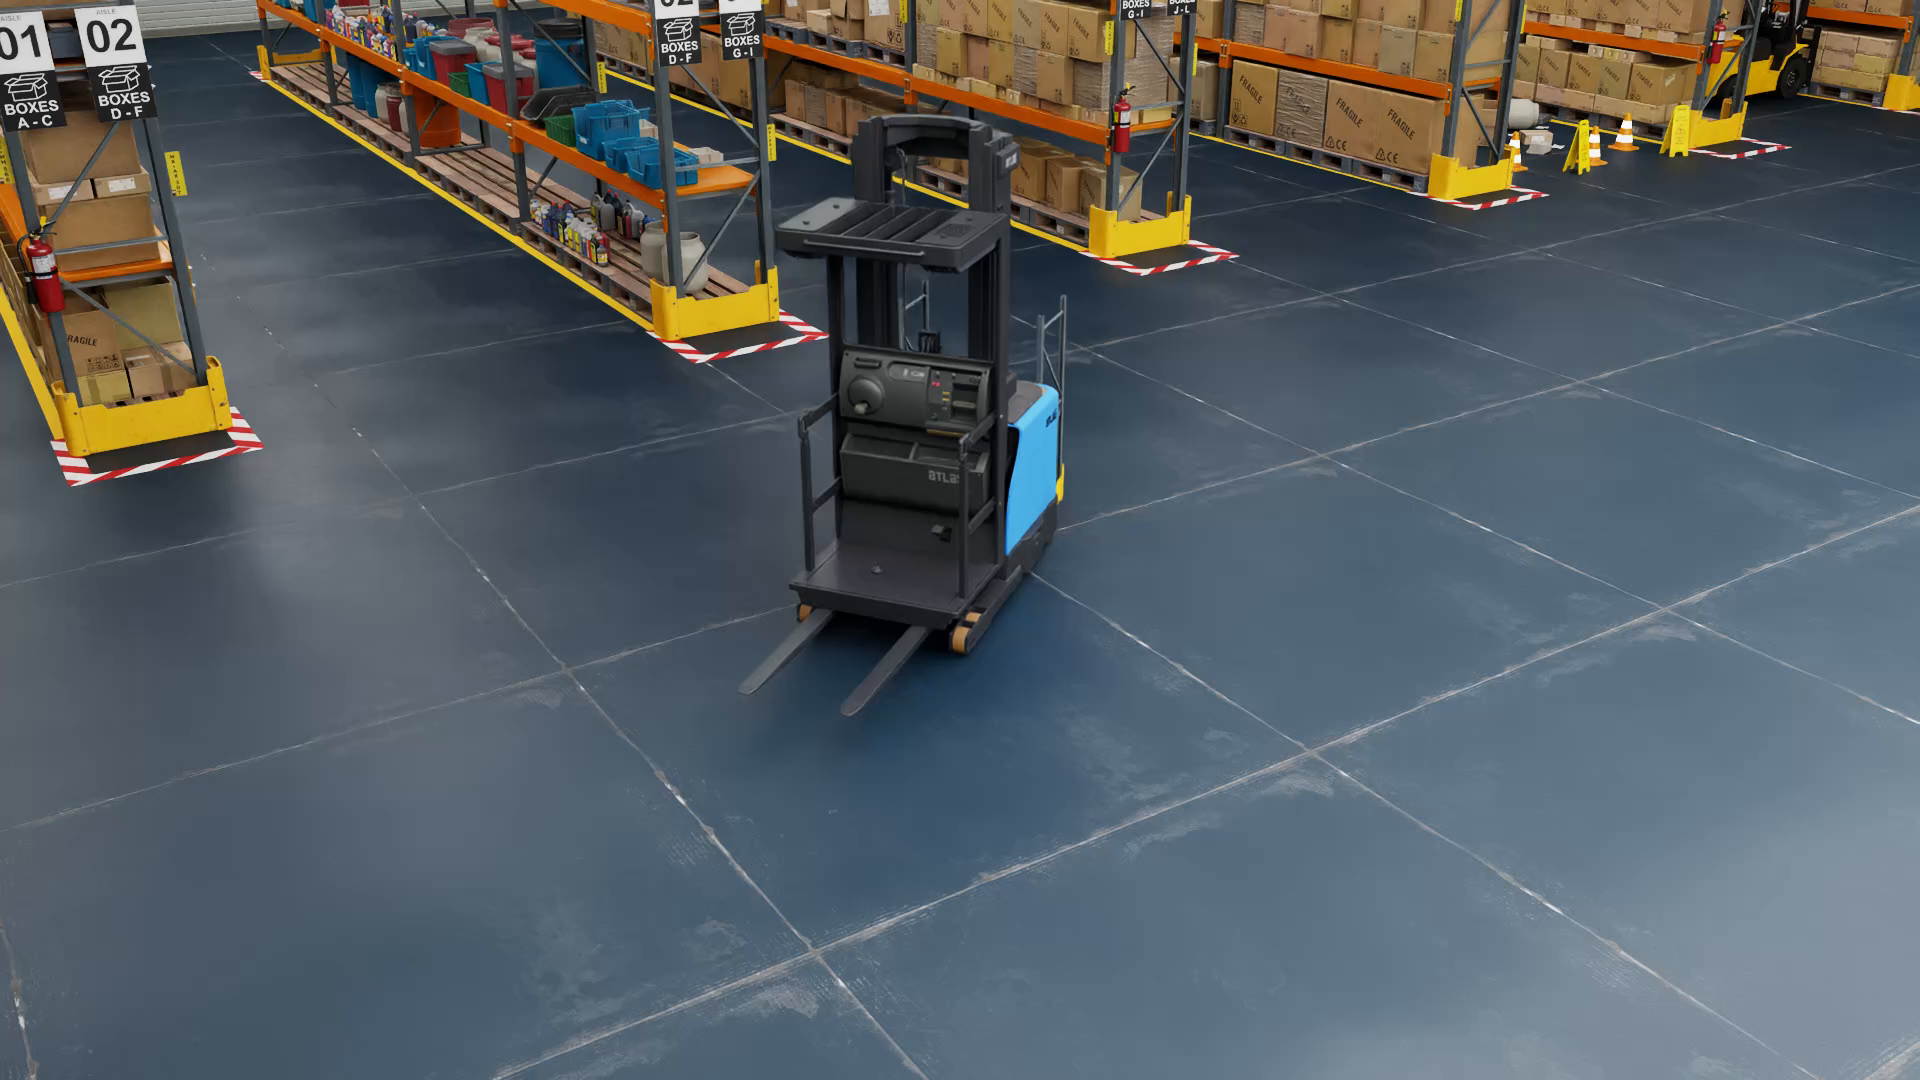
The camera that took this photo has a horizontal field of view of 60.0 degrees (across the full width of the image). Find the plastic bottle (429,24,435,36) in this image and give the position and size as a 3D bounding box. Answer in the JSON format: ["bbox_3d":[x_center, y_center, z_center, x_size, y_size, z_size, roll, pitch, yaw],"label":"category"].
[{"bbox_3d":[-7.000,-6.711,22.104,0.097,0.271,0.097,0,25,0],"label":"plastic bottle"}]

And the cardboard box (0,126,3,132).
[{"bbox_3d":[-7.968,-3.444,14.155,0.380,0.149,0.250,-17,30,-31],"label":"cardboard box"}]

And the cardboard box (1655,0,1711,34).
[{"bbox_3d":[9.750,-7.108,22.327,0.500,0.500,0.500,-16,30,-30],"label":"cardboard box"}]

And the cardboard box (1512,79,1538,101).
[{"bbox_3d":[8.490,-6.713,24.686,0.500,0.250,0.500,-14,29,-27],"label":"cardboard box"}]

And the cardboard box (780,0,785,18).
[{"bbox_3d":[-2.430,-7.633,23.787,0.500,0.500,0.500,-15,29,-28],"label":"cardboard box"}]

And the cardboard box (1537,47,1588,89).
[{"bbox_3d":[8.773,-6.866,24.131,0.500,0.500,0.500,-14,29,-27],"label":"cardboard box"}]

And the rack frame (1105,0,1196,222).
[{"bbox_3d":[1.974,-4.489,17.245,1.000,3.000,0.127,-16,29,-30],"label":"rack frame"}]

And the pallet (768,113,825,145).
[{"bbox_3d":[-1.968,-5.809,23.309,1.003,0.211,1.213,-16,29,-30],"label":"pallet"}]

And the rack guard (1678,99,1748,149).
[{"bbox_3d":[10.236,-5.695,22.728,1.175,0.500,0.348,-16,29,-30],"label":"rack guard"}]

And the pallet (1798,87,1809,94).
[{"bbox_3d":[13.320,-7.395,26.668,1.003,0.211,1.213,-16,29,-30],"label":"pallet"}]

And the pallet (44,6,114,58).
[{"bbox_3d":[-6.692,-3.757,12.284,1.003,0.211,1.213,-16,29,-30],"label":"pallet"}]

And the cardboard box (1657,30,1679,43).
[{"bbox_3d":[9.663,-6.833,22.505,0.380,0.149,0.250,-16,30,-30],"label":"cardboard box"}]

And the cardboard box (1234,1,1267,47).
[{"bbox_3d":[4.213,-6.978,22.342,0.875,0.550,0.550,-16,29,-30],"label":"cardboard box"}]

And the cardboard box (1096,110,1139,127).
[{"bbox_3d":[1.646,-4.429,17.412,0.380,0.149,0.250,-16,29,-30],"label":"cardboard box"}]

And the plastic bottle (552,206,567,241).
[{"bbox_3d":[-4.163,-3.313,17.342,0.144,0.351,0.185,-17,30,-32],"label":"plastic bottle"}]

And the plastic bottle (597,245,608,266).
[{"bbox_3d":[-3.546,-2.823,16.478,0.097,0.201,0.097,0,25,0],"label":"plastic bottle"}]

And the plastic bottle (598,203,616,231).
[{"bbox_3d":[-3.772,-3.457,17.735,0.152,0.276,0.135,-16,29,-30],"label":"plastic bottle"}]

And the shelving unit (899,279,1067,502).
[{"bbox_3d":[0.134,-0.960,11.526,1.083,1.500,0.587,10,27,20],"label":"shelving unit"}]

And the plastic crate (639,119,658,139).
[{"bbox_3d":[-3.261,-4.124,16.781,0.530,0.136,0.437,-16,29,-30],"label":"plastic crate"}]

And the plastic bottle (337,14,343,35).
[{"bbox_3d":[-8.553,-7.135,23.002,0.097,0.271,0.097,0,25,0],"label":"plastic bottle"}]

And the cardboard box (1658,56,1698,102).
[{"bbox_3d":[10.055,-6.445,23.240,0.500,0.500,0.500,-17,30,-31],"label":"cardboard box"}]

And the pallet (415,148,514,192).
[{"bbox_3d":[-6.153,-4.649,20.850,1.003,0.211,1.213,-16,29,-30],"label":"pallet"}]

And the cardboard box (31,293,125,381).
[{"bbox_3d":[-6.870,-1.590,12.954,0.500,0.500,0.500,-16,29,-30],"label":"cardboard box"}]

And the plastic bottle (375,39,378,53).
[{"bbox_3d":[-7.561,-6.453,21.639,0.097,0.201,0.097,0,25,0],"label":"plastic bottle"}]

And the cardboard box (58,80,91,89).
[{"bbox_3d":[-7.168,-3.369,13.236,0.700,0.500,0.500,-15,29,-29],"label":"cardboard box"}]

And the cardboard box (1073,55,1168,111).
[{"bbox_3d":[1.697,-4.872,17.590,0.875,0.500,0.500,-16,29,-30],"label":"cardboard box"}]

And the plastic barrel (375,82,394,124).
[{"bbox_3d":[-7.824,-6.017,22.904,0.421,0.512,0.421,0,25,0],"label":"plastic barrel"}]

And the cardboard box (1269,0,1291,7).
[{"bbox_3d":[4.572,-7.286,21.729,0.875,0.550,0.550,-16,29,-30],"label":"cardboard box"}]

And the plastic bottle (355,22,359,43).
[{"bbox_3d":[-8.067,-6.817,22.328,0.097,0.271,0.097,0,25,0],"label":"plastic bottle"}]

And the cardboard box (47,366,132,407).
[{"bbox_3d":[-6.868,-1.251,13.115,0.500,0.250,0.500,-16,29,-30],"label":"cardboard box"}]

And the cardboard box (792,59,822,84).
[{"bbox_3d":[-2.002,-6.525,23.093,0.500,0.250,0.500,-14,29,-28],"label":"cardboard box"}]

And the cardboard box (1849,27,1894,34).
[{"bbox_3d":[14.054,-7.749,25.708,0.500,0.250,0.500,-15,29,-29],"label":"cardboard box"}]

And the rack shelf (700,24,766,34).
[{"bbox_3d":[-3.485,-7.740,24.975,1.077,0.370,4.000,-16,29,-30],"label":"rack shelf"}]

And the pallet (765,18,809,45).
[{"bbox_3d":[-1.915,-7.033,22.860,1.213,0.211,1.003,-16,29,-30],"label":"pallet"}]

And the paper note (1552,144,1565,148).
[{"bbox_3d":[8.093,-5.330,22.504,0.142,0.019,0.148,18,31,33],"label":"paper note"}]

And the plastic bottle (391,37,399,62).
[{"bbox_3d":[-7.121,-6.188,20.982,0.061,0.283,0.133,-16,29,-30],"label":"plastic bottle"}]

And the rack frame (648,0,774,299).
[{"bbox_3d":[-2.176,-3.334,14.800,1.000,3.000,0.127,-16,29,-30],"label":"rack frame"}]

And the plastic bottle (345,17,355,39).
[{"bbox_3d":[-8.288,-6.985,22.678,0.152,0.276,0.135,-16,29,-30],"label":"plastic bottle"}]

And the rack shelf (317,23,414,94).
[{"bbox_3d":[-7.635,-6.586,22.530,1.077,0.370,4.000,-16,29,-30],"label":"rack shelf"}]

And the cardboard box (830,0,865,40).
[{"bbox_3d":[-1.233,-6.755,21.432,0.797,0.503,0.637,-12,28,-24],"label":"cardboard box"}]

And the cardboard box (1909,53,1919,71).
[{"bbox_3d":[14.351,-7.345,25.439,0.500,0.250,0.500,-15,29,-29],"label":"cardboard box"}]

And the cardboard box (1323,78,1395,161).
[{"bbox_3d":[5.277,-5.379,21.127,0.875,0.875,0.875,-16,30,-30],"label":"cardboard box"}]

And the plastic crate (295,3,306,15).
[{"bbox_3d":[-9.563,-7.867,24.653,0.437,0.125,0.590,-16,29,-30],"label":"plastic crate"}]

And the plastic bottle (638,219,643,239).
[{"bbox_3d":[-3.312,-3.256,17.397,0.097,0.201,0.097,0,25,0],"label":"plastic bottle"}]

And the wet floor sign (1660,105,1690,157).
[{"bbox_3d":[9.484,-5.416,21.967,0.267,0.644,0.232,-6,26,-12],"label":"wet floor sign"}]

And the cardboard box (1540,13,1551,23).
[{"bbox_3d":[8.626,-7.577,24.081,0.380,0.149,0.250,-16,29,-30],"label":"cardboard box"}]

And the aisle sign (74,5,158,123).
[{"bbox_3d":[-6.035,-3.405,11.904,0.394,0.787,0.004,-16,29,-30],"label":"aisle sign"}]

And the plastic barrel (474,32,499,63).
[{"bbox_3d":[-5.572,-5.778,19.844,0.421,0.512,0.421,0,25,0],"label":"plastic barrel"}]

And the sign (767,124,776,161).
[{"bbox_3d":[-1.712,-3.586,15.009,0.100,0.325,0.005,-16,29,-30],"label":"sign"}]

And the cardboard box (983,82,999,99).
[{"bbox_3d":[0.486,-5.125,18.888,0.380,0.149,0.250,-16,29,-30],"label":"cardboard box"}]

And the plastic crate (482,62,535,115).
[{"bbox_3d":[-4.880,-4.896,18.033,0.402,0.464,0.583,-16,29,-30],"label":"plastic crate"}]

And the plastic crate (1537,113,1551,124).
[{"bbox_3d":[8.264,-6.156,24.197,0.583,0.080,0.402,18,31,33],"label":"plastic crate"}]

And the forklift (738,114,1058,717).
[{"bbox_3d":[-0.347,-0.850,9.618,1.130,2.935,3.031,9,27,19],"label":"forklift"}]

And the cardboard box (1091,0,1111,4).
[{"bbox_3d":[1.635,-5.561,17.880,0.500,0.500,0.500,-16,29,-30],"label":"cardboard box"}]
